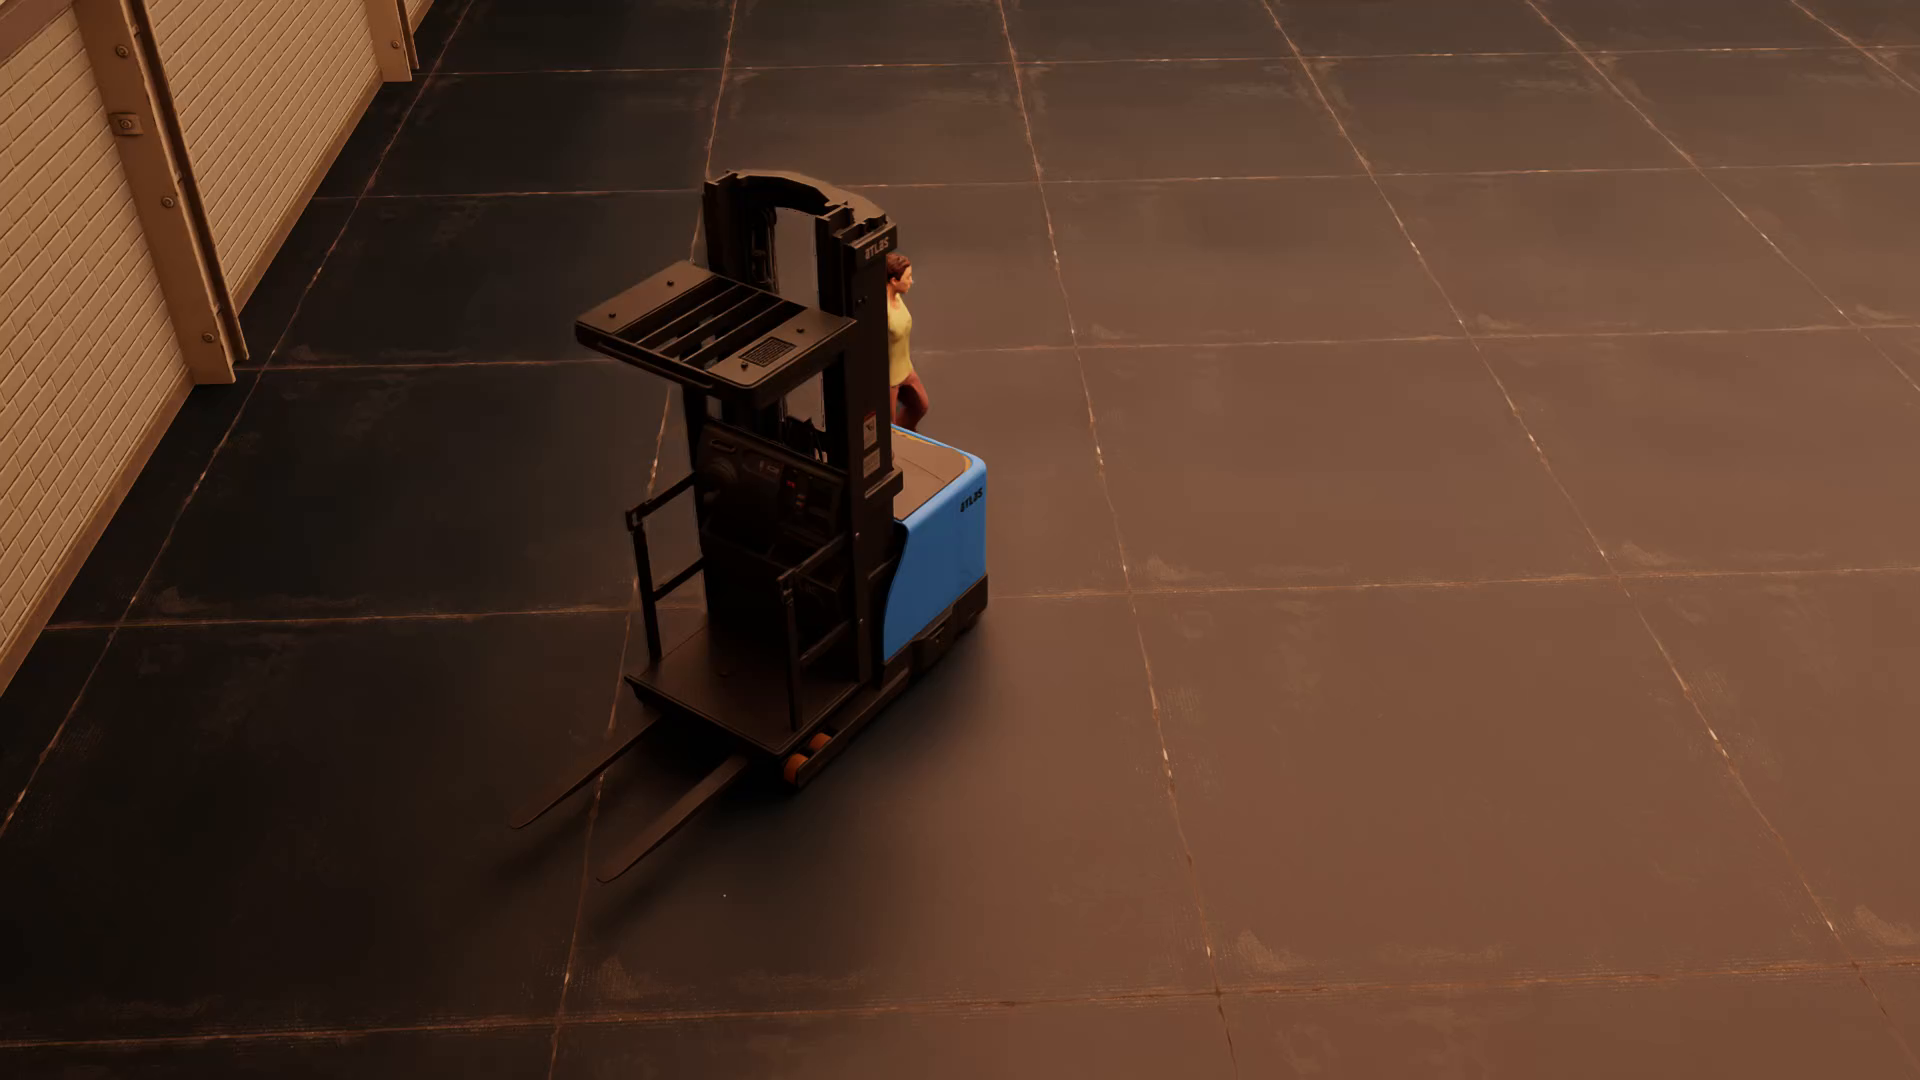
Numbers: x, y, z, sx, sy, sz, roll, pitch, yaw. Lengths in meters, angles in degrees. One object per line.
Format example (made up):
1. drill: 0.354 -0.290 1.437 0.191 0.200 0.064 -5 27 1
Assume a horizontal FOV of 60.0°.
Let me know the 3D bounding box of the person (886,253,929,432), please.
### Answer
1. person: -0.533 -1.060 10.630 0.480 1.646 0.816 17 39 22

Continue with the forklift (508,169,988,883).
1. forklift: -1.092 -0.219 8.312 1.130 2.935 3.031 22 42 28
